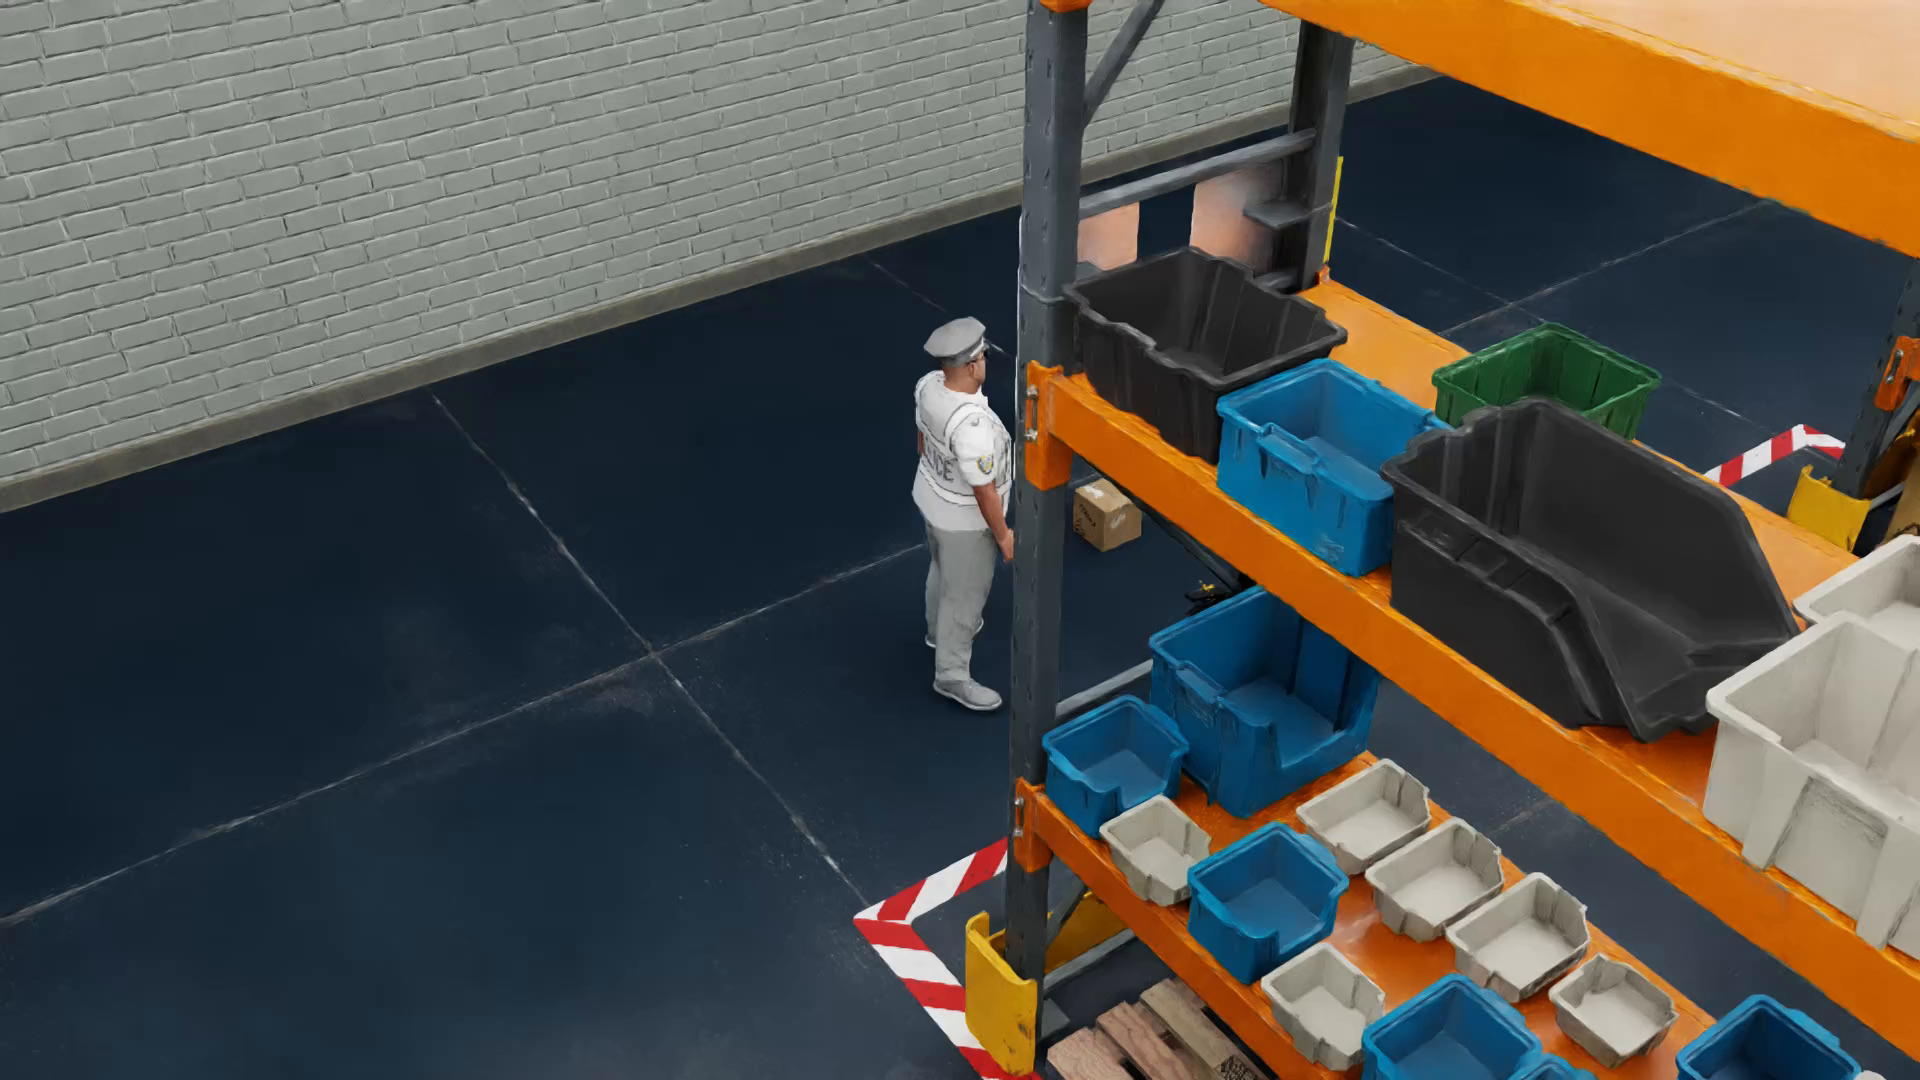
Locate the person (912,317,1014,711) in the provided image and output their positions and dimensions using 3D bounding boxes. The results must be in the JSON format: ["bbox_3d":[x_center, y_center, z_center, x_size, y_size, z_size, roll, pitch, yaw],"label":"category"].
[{"bbox_3d":[0.017,-0.136,7.136,0.398,1.770,0.691,-13,38,-17],"label":"person"}]
